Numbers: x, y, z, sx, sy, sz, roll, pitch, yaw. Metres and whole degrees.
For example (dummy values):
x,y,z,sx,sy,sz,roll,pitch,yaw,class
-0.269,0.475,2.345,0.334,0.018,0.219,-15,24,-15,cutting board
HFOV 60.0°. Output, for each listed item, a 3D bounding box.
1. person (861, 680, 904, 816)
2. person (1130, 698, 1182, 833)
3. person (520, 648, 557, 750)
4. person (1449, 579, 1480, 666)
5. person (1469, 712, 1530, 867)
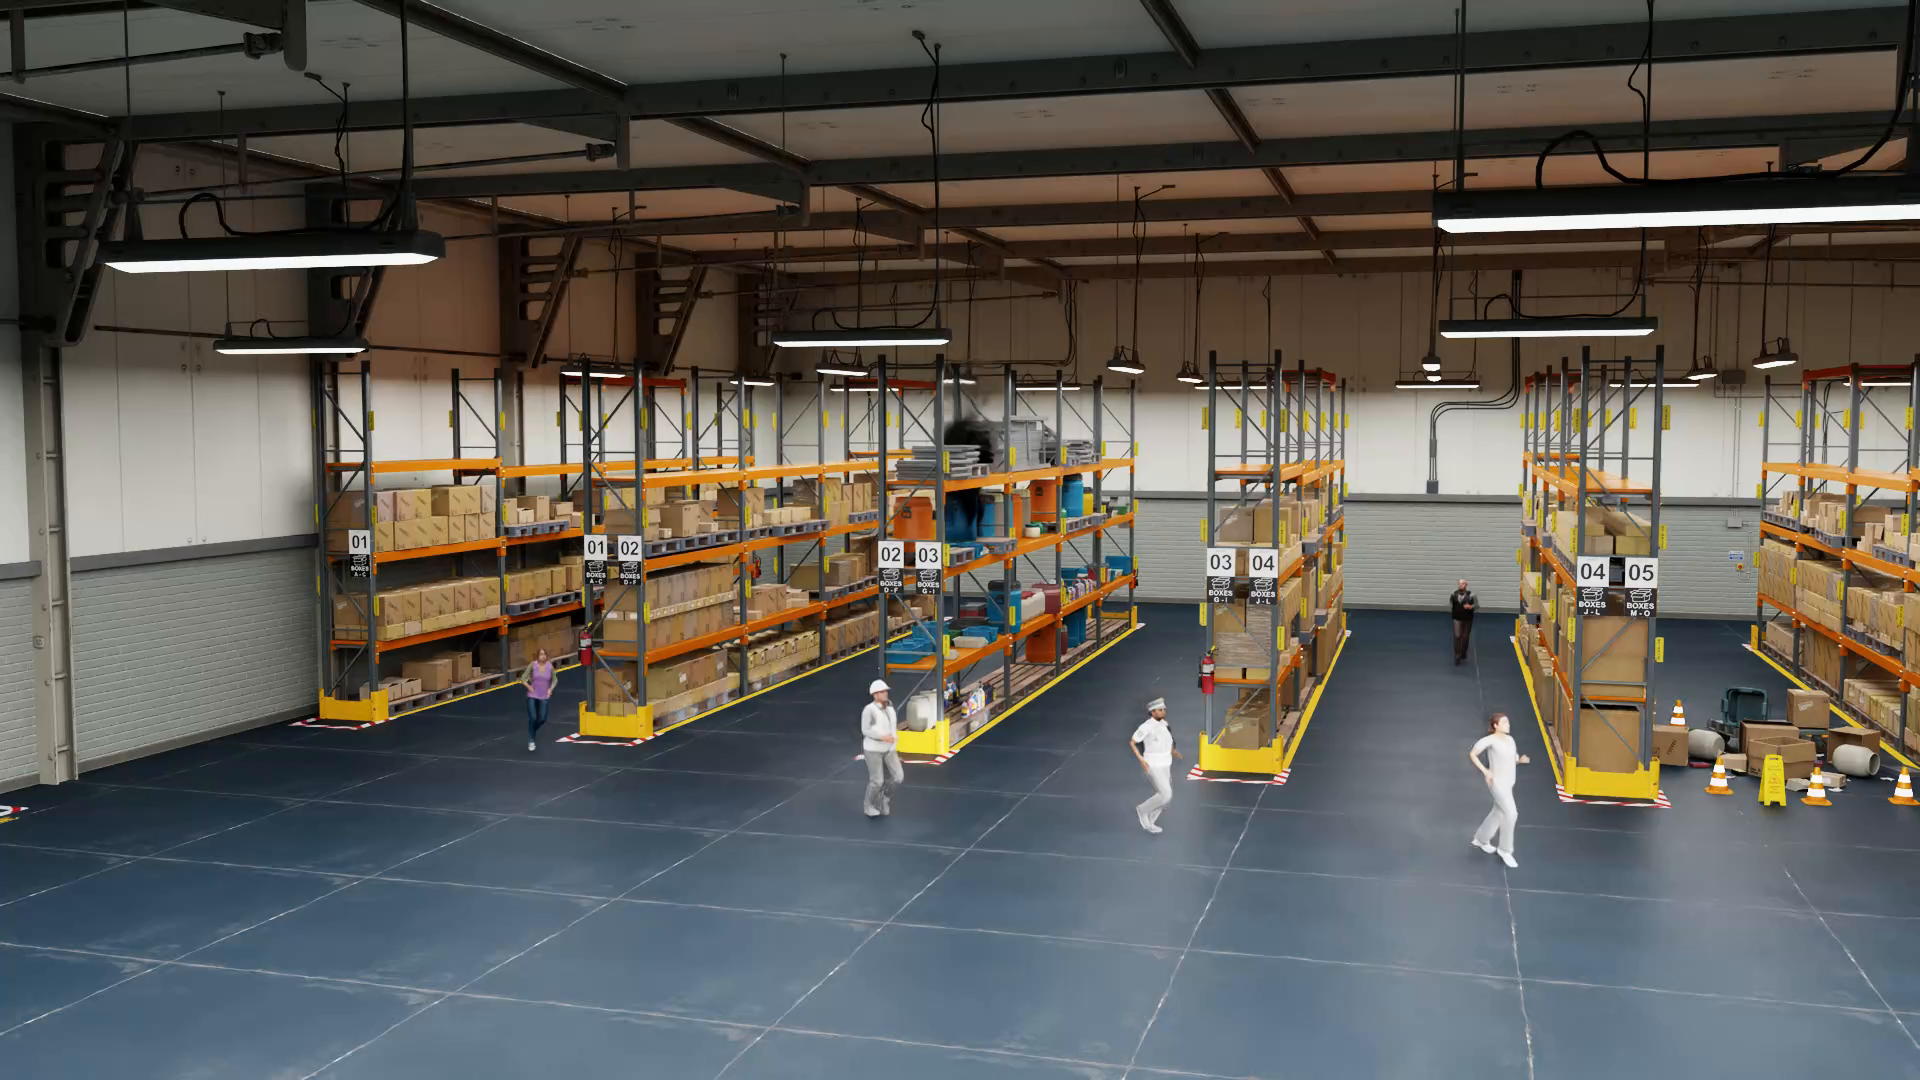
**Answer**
x,y,z,sx,sy,sz,roll,pitch,yaw,class
-0.956,2.632,20.905,0.648,1.756,0.679,4,6,44,person
2.428,2.731,20.108,0.556,1.654,0.574,4,5,42,person
-6.456,2.421,25.527,0.568,1.549,0.588,-2,4,-21,person
10.406,1.689,34.349,0.638,1.761,0.871,2,4,23,person
6.139,2.814,18.926,0.546,1.723,0.712,-3,5,-38,person
